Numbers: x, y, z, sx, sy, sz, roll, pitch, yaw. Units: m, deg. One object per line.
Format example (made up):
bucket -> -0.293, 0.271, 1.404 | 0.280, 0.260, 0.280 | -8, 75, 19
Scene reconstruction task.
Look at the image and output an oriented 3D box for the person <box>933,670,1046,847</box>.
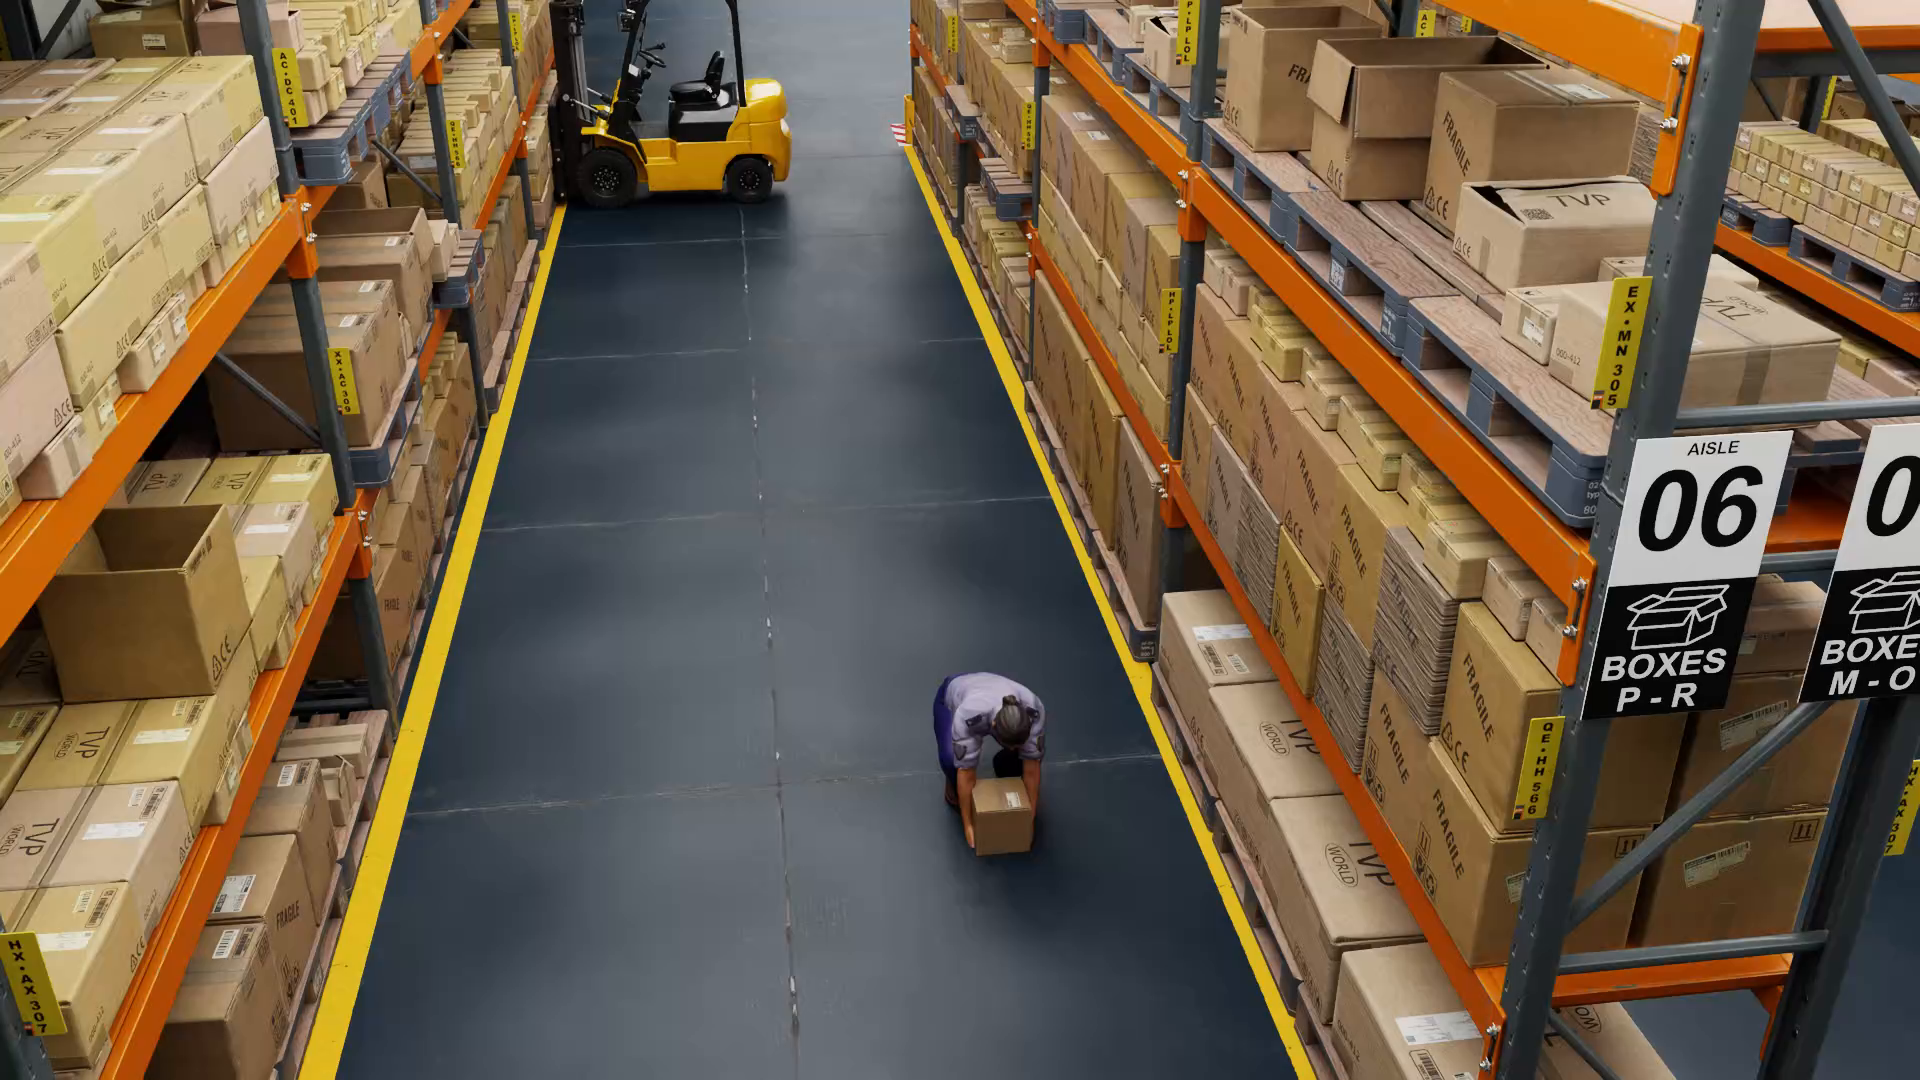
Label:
person -> 0.143, 0.976, 7.807 | 0.504, 0.818, 0.754 | -4, 28, -8
